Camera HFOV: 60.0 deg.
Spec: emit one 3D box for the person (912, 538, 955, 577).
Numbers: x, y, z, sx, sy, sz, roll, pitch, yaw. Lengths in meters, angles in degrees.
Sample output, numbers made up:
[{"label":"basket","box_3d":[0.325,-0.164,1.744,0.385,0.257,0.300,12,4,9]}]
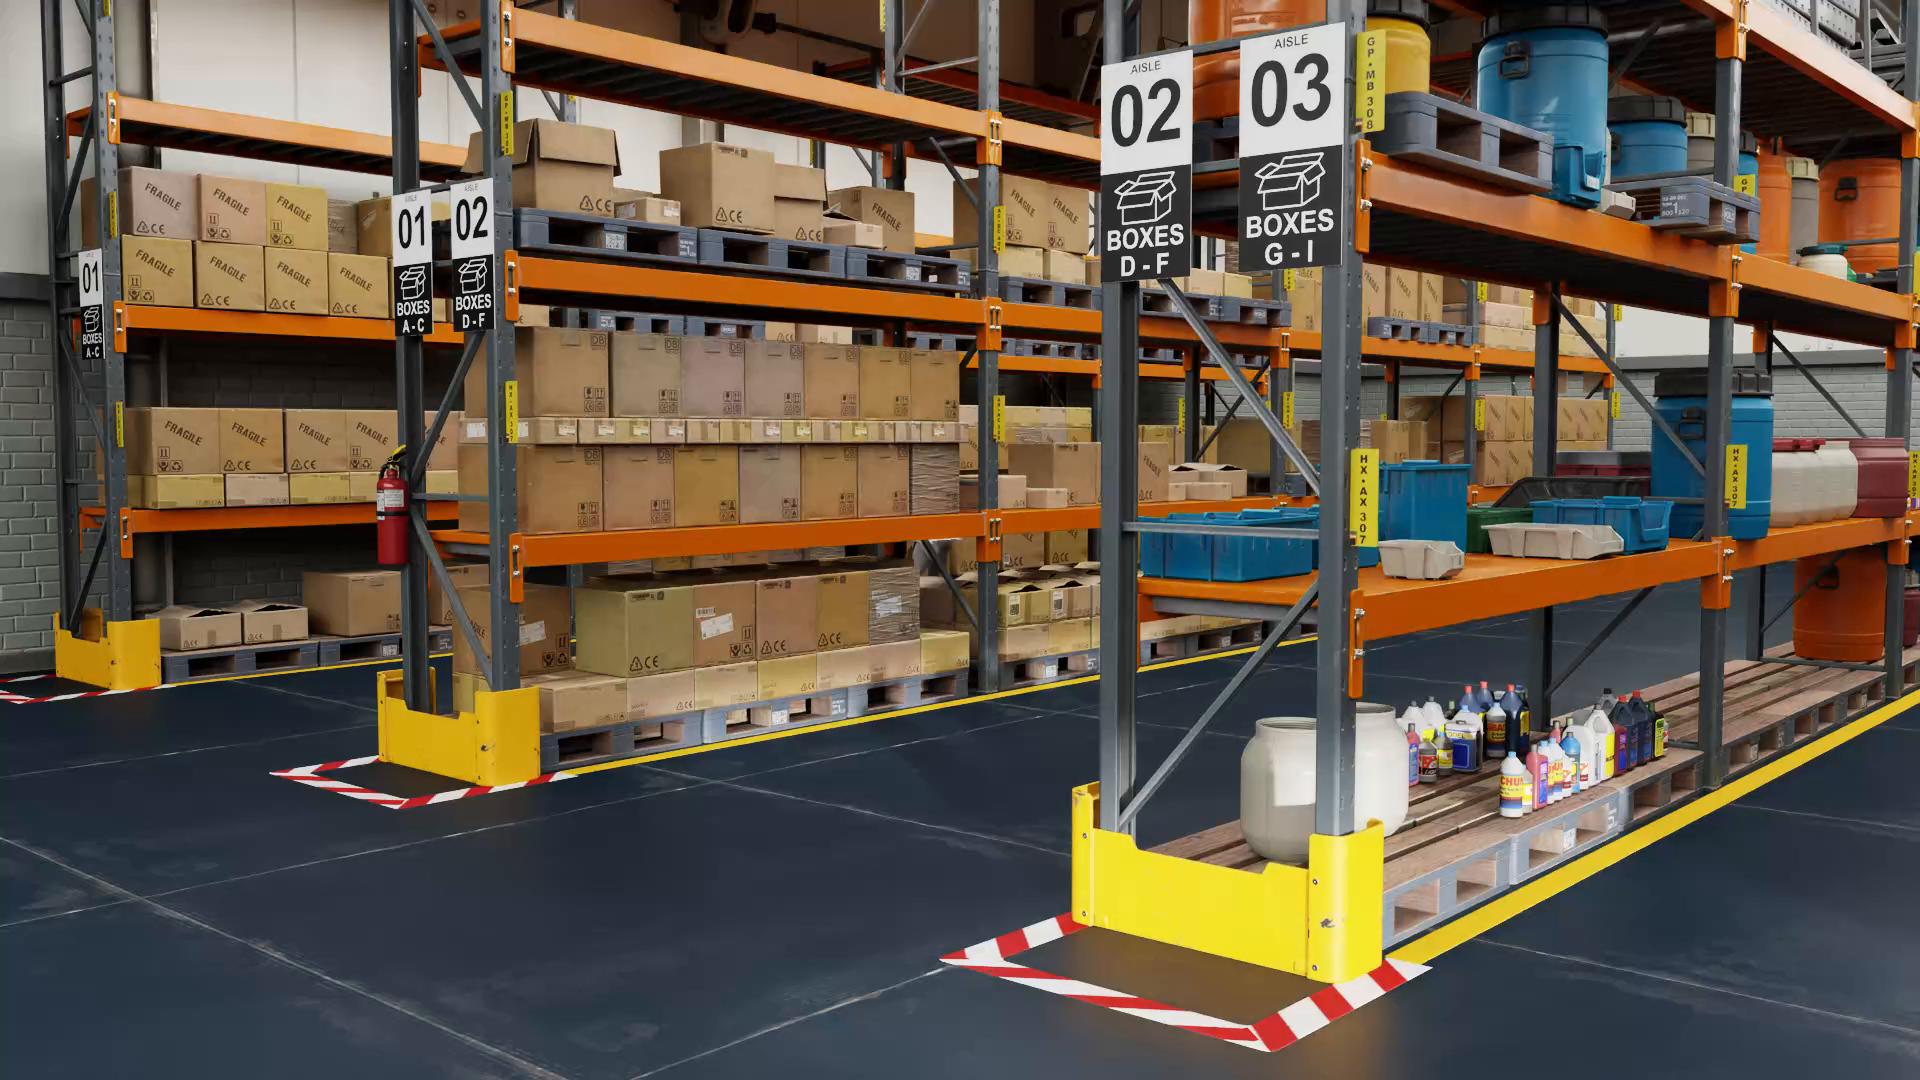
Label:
[{"label":"person","box_3d":[-0.446,0.116,16.811,0.898,1.376,0.490,3,5,39]}]
